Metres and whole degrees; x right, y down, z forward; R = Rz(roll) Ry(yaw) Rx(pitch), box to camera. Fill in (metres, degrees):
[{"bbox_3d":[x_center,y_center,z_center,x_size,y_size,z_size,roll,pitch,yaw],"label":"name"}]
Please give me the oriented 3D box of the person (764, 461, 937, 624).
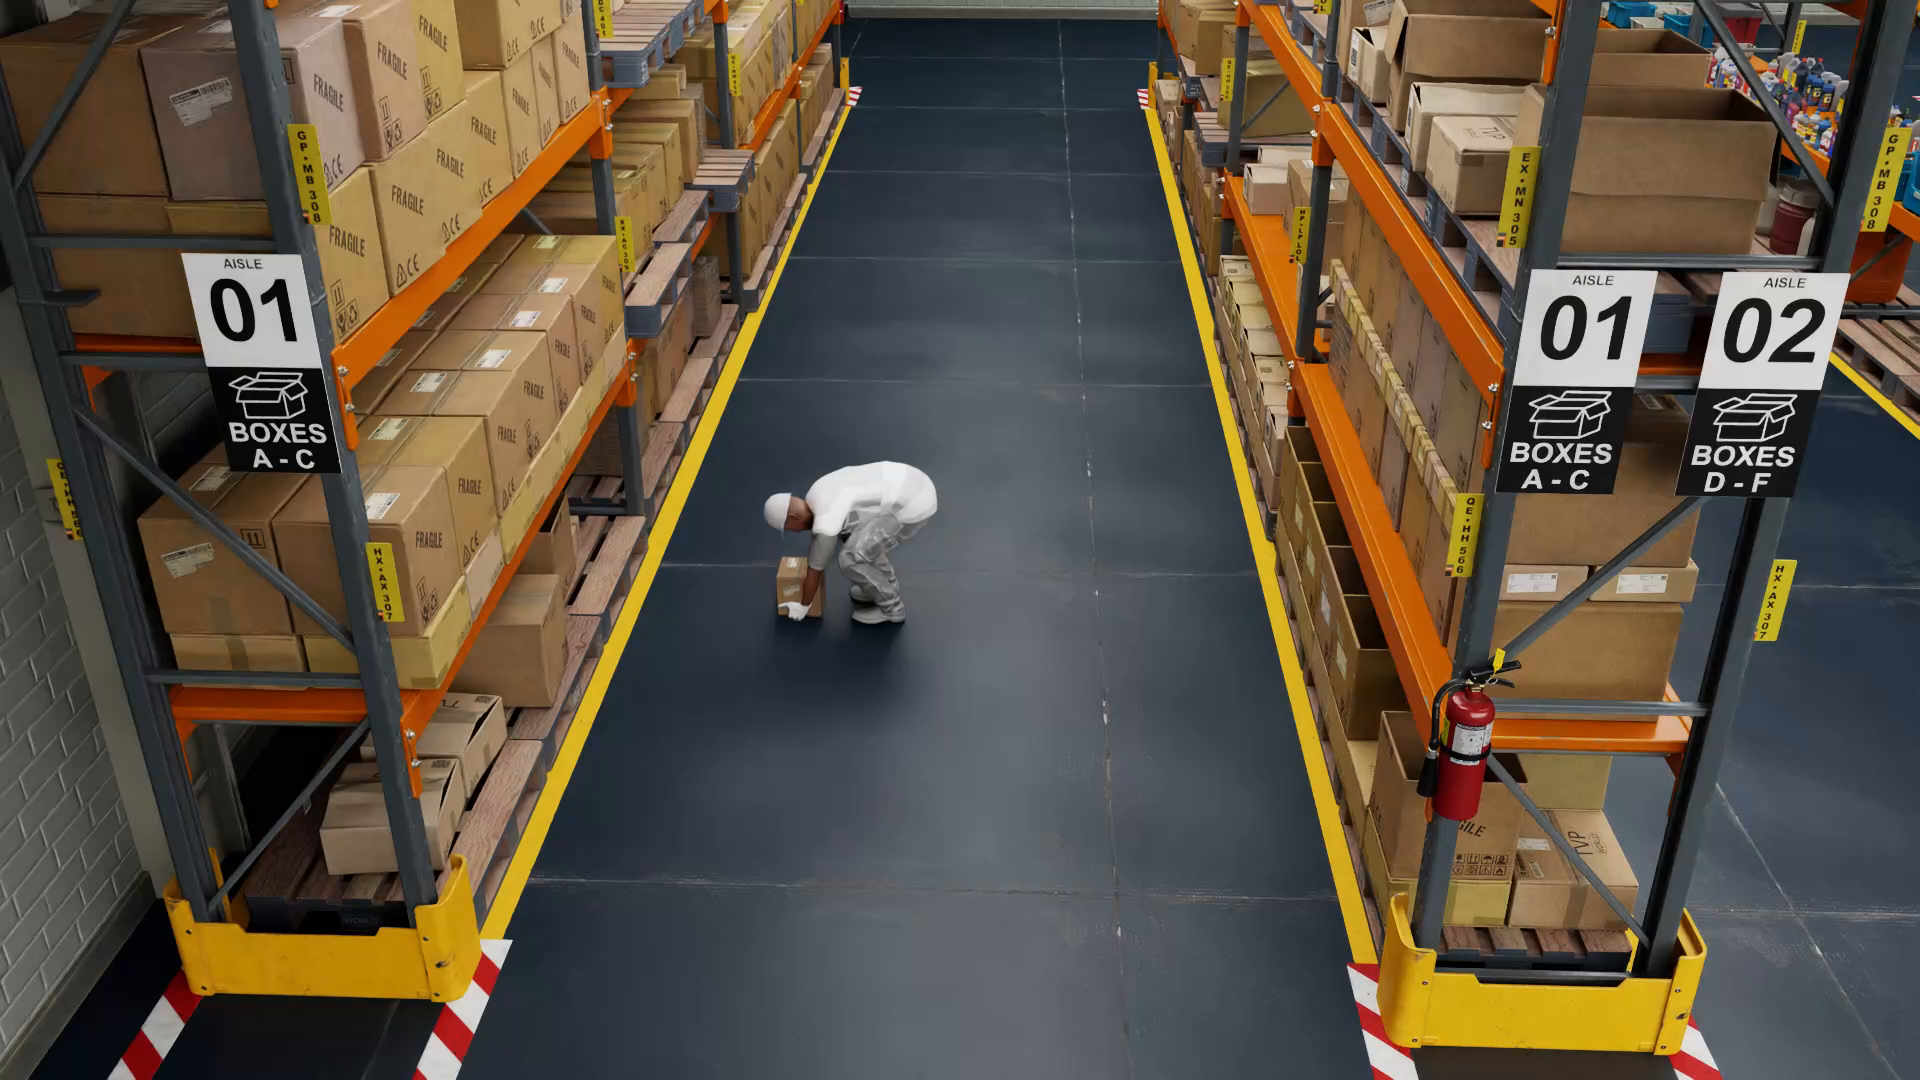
[{"bbox_3d":[-0.622,0.009,9.538,0.987,0.917,0.522,0,28,0],"label":"person"}]
